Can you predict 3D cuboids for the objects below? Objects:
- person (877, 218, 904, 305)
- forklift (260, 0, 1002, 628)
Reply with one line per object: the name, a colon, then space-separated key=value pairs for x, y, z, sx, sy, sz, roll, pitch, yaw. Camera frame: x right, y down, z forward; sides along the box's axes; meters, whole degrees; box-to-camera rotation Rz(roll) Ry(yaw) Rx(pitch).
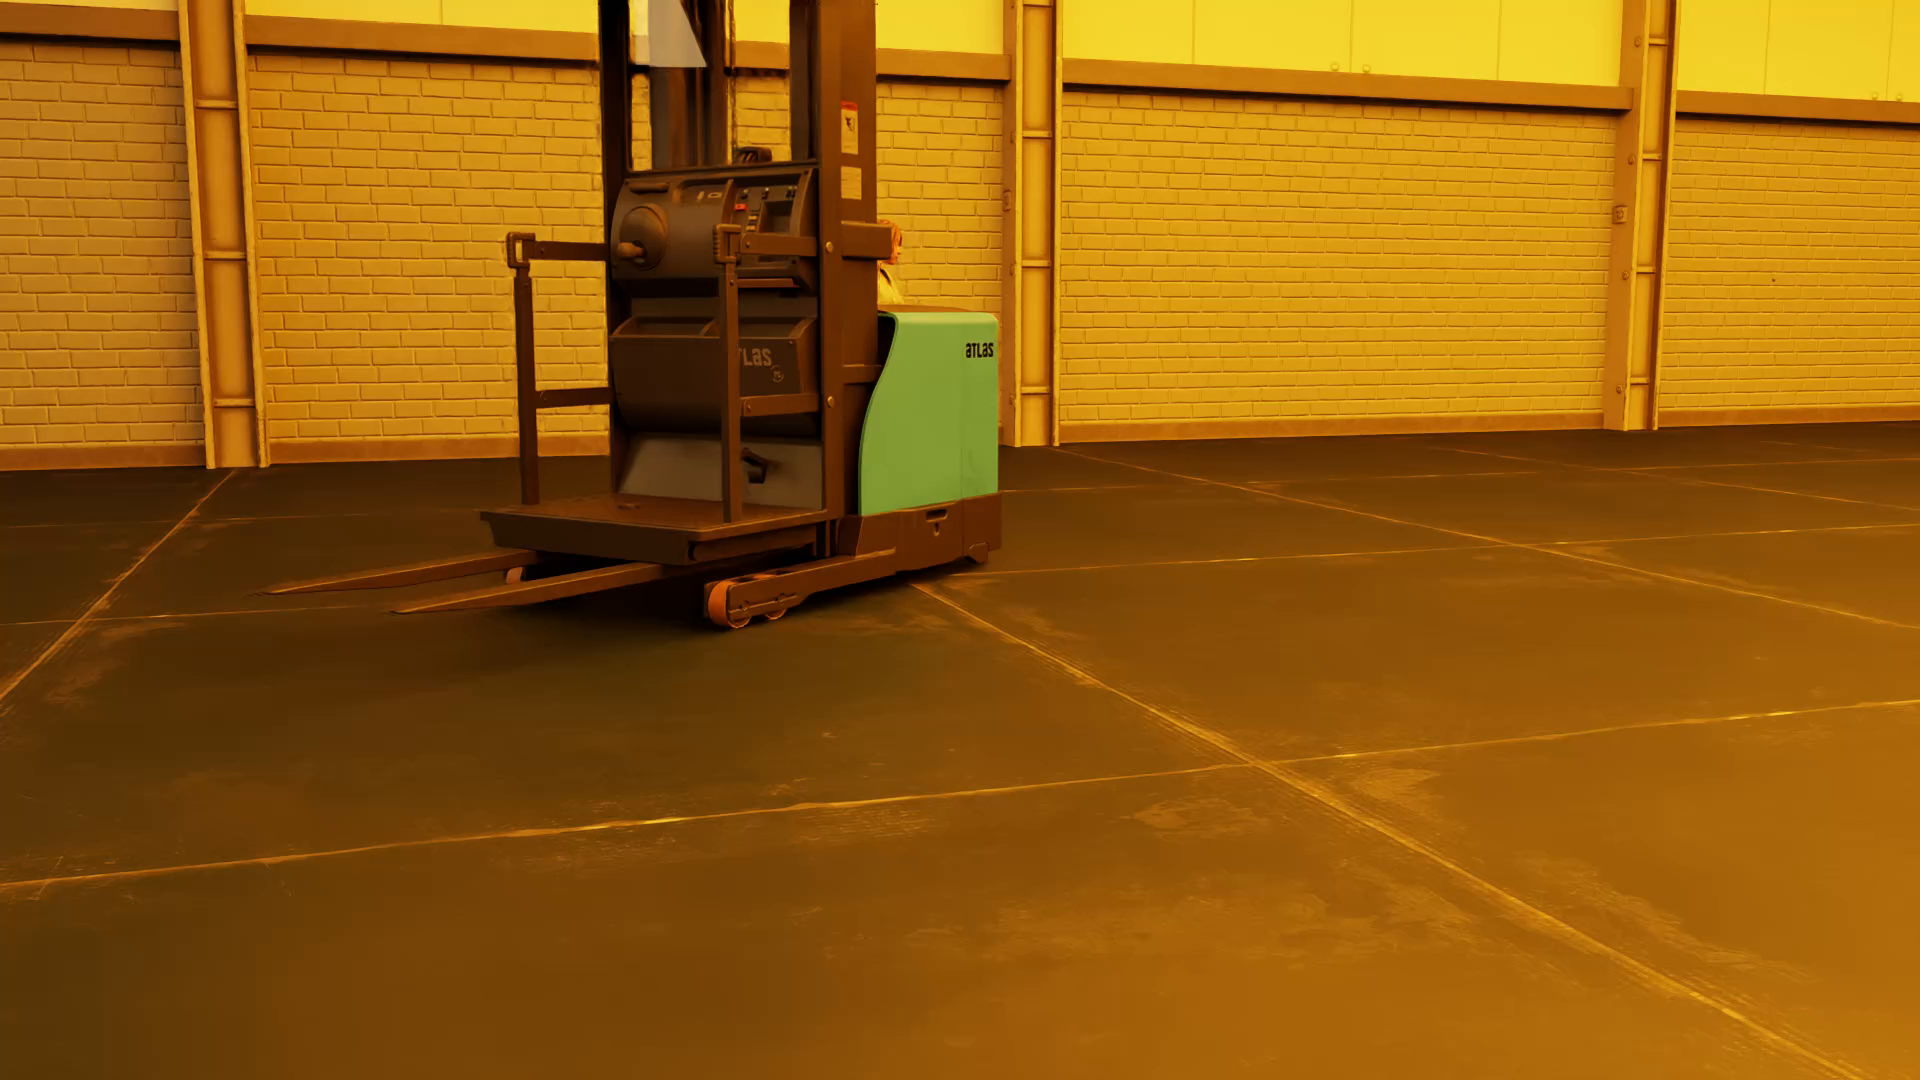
person: x=-0.521 y=-0.853 z=8.480 sx=0.450 sy=1.554 sz=0.747 roll=3 pitch=8 yaw=23
forklift: x=-1.047 y=-1.220 z=6.020 sx=1.130 sy=2.935 sz=3.031 roll=5 pitch=9 yaw=33
